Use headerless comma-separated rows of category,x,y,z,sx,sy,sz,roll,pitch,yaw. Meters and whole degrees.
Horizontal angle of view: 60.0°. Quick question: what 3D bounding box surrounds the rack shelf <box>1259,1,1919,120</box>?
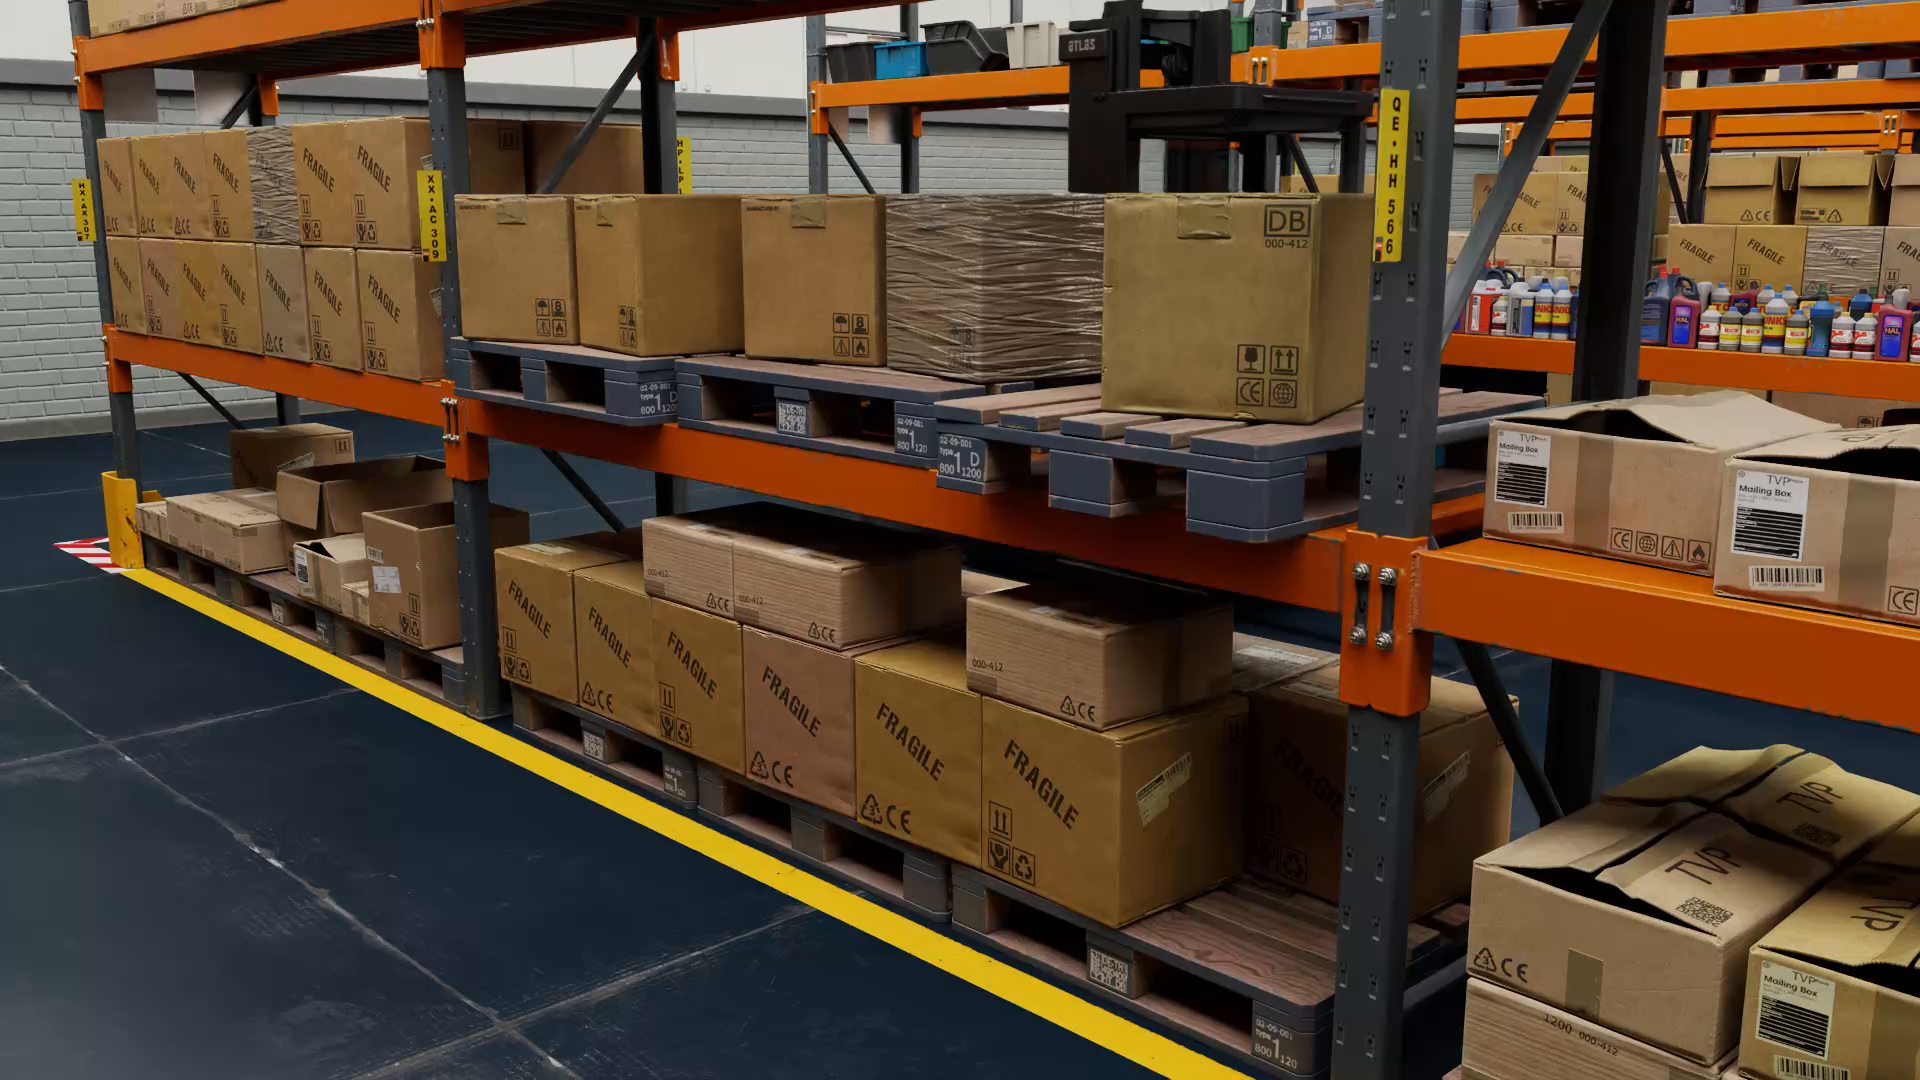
rack shelf,3.427,-2.351,8.238,1.077,0.370,4.000,-11,16,-43

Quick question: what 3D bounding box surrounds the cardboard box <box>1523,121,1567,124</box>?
cardboard box,6.648,-4.771,18.573,0.500,0.250,0.500,-10,15,-41

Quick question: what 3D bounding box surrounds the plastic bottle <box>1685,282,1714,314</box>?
plastic bottle,3.785,-1.192,8.571,0.152,0.276,0.135,-11,16,-43

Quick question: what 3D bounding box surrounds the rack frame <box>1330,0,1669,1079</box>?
rack frame,1.223,-0.252,3.703,1.000,3.000,0.127,-11,16,-43

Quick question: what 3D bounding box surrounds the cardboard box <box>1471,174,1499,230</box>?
cardboard box,4.785,-2.909,14.376,0.500,0.500,0.500,11,16,43

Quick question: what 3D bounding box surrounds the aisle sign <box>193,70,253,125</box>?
aisle sign,-4.127,-2.746,9.364,0.394,0.787,0.004,-11,16,-43

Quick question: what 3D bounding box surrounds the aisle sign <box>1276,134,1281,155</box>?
aisle sign,3.033,-4.126,16.060,0.394,0.787,0.004,-11,16,-43

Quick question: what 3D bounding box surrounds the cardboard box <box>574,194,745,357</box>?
cardboard box,-0.853,-0.899,5.553,0.700,0.500,0.500,-8,14,-34

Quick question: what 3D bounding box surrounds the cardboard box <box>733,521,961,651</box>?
cardboard box,-0.344,0.129,5.098,0.500,0.250,0.500,-11,16,-44

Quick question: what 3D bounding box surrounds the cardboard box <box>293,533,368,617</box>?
cardboard box,-2.656,0.112,7.507,0.500,0.311,0.500,-11,16,-43

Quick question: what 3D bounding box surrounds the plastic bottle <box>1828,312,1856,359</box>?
plastic bottle,3.927,-0.912,7.396,0.097,0.201,0.097,0,12,0

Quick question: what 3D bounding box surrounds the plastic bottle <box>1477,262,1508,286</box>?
plastic bottle,2.941,-1.366,9.231,0.144,0.351,0.185,-11,16,-43

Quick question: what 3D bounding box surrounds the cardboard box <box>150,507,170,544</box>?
cardboard box,-4.088,-0.102,8.906,0.380,0.166,0.250,-11,16,-43

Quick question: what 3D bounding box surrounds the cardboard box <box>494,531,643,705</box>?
cardboard box,-1.381,0.277,6.237,0.500,0.500,0.500,11,16,43

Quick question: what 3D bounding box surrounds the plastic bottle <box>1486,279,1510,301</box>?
plastic bottle,2.839,-1.231,8.759,0.152,0.276,0.135,-11,16,-43

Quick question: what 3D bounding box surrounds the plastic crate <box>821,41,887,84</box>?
plastic crate,-0.652,-3.420,11.967,0.497,0.269,0.590,-11,16,-43

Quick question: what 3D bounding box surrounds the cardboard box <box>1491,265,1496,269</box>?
cardboard box,4.470,-2.242,13.983,0.380,0.149,0.250,-11,16,-42

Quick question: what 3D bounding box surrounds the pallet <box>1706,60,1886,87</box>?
pallet,6.297,-3.465,12.335,1.217,0.209,0.805,11,16,43

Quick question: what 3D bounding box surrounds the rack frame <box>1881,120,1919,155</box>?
rack frame,9.285,-2.893,16.518,1.000,3.000,0.127,-11,16,-43

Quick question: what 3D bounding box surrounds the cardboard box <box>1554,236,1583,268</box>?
cardboard box,5.133,-2.316,13.355,0.500,0.250,0.500,-11,16,-44

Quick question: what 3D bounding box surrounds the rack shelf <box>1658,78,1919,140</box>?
rack shelf,7.009,-3.041,11.588,1.077,0.370,4.000,-11,16,-43

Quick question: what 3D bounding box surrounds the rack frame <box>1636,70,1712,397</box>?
rack frame,5.628,-2.216,13.235,1.000,3.000,0.127,-11,16,-43

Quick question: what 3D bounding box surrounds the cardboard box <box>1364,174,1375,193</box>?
cardboard box,3.709,-2.984,14.738,0.500,0.500,0.500,11,16,44

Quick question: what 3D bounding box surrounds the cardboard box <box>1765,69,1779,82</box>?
cardboard box,8.432,-4.643,16.711,0.500,0.250,0.500,11,16,43

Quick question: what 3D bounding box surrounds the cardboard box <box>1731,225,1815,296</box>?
cardboard box,6.113,-2.090,12.374,0.500,0.500,0.500,-11,16,-42

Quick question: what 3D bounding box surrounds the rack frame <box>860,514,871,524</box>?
rack frame,-0.419,-0.651,10.283,0.500,1.125,0.032,-10,15,-41

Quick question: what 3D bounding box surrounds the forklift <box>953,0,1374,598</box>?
forklift,1.318,-1.155,8.256,1.130,2.935,3.031,-10,15,-41

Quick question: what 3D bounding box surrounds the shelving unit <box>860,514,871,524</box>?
shelving unit,-0.080,-0.574,9.912,0.538,1.125,1.048,-10,15,-41

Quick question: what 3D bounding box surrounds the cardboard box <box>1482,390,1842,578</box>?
cardboard box,1.443,-0.150,3.425,0.500,0.311,0.500,-10,15,-39

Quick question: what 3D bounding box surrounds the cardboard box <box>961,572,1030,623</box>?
cardboard box,0.043,0.425,5.519,0.500,0.500,0.500,11,16,43

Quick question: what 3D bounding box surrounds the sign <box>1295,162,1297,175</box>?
sign,3.268,-3.557,16.285,0.100,0.325,0.005,-11,16,-43

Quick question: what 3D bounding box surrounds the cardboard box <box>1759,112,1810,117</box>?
cardboard box,8.415,-4.397,16.757,0.500,0.250,0.500,-11,16,-43

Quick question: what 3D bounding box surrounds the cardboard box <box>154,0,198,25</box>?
cardboard box,-3.448,-2.558,7.831,0.500,0.250,0.500,-11,16,-43

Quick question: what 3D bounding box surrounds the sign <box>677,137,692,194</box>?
sign,-1.140,-1.481,6.798,0.100,0.325,0.005,-11,16,-43

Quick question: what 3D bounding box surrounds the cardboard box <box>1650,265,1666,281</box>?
cardboard box,5.664,-2.183,13.695,0.380,0.149,0.250,-11,16,-42

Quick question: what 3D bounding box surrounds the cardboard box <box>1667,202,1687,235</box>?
cardboard box,7.707,-3.346,17.732,0.500,0.500,0.500,11,16,44

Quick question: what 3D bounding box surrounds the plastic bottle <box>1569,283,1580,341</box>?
plastic bottle,3.131,-1.160,8.230,0.144,0.351,0.185,-11,16,-43

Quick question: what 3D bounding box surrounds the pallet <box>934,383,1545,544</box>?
pallet,0.704,-0.248,4.155,1.213,0.211,1.003,-11,16,-43

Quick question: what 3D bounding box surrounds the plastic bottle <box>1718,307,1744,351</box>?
plastic bottle,3.591,-0.983,7.740,0.097,0.201,0.097,0,12,0

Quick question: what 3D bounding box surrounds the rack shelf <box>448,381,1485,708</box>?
rack shelf,-0.158,-0.192,5.193,1.077,0.370,4.000,-11,16,-43

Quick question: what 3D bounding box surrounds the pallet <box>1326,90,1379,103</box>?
pallet,3.386,-4.119,15.256,1.003,0.211,1.213,-11,16,-43

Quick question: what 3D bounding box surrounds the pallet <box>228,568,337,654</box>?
pallet,-2.860,0.251,8.170,1.003,0.211,1.213,-11,16,-43

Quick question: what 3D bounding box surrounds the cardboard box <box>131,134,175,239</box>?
cardboard box,-3.819,-1.782,8.402,0.500,0.500,0.500,-11,16,-42

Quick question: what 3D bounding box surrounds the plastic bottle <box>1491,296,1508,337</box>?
plastic bottle,2.790,-1.152,8.562,0.097,0.201,0.097,0,12,0

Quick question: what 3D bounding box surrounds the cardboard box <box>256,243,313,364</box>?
cardboard box,-2.783,-1.072,7.434,0.500,0.500,0.500,-10,16,-41

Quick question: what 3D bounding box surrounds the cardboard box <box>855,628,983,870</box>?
cardboard box,0.050,0.577,4.782,0.500,0.500,0.500,11,16,43

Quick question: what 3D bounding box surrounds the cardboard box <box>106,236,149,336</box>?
cardboard box,-4.186,-1.368,8.868,0.500,0.500,0.500,-10,16,-41

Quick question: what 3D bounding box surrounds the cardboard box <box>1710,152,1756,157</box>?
cardboard box,8.061,-3.759,17.262,0.500,0.500,0.500,-10,16,-41

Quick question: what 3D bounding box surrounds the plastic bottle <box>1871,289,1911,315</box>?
plastic bottle,4.424,-1.057,7.917,0.152,0.276,0.135,-11,16,-43

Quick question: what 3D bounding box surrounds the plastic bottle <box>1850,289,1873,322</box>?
plastic bottle,4.319,-1.067,7.976,0.097,0.271,0.097,0,12,0

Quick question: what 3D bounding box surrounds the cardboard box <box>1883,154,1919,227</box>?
cardboard box,6.981,-2.474,11.753,0.797,0.503,0.637,-10,15,-41

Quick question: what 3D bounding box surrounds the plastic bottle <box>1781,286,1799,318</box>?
plastic bottle,4.112,-1.129,8.276,0.097,0.271,0.097,0,12,0

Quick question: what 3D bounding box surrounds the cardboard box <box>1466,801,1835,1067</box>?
cardboard box,1.372,0.731,3.312,0.500,0.311,0.500,-10,15,-41

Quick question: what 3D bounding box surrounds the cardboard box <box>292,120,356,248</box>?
cardboard box,-2.431,-1.487,6.970,0.500,0.500,0.500,-11,16,-44

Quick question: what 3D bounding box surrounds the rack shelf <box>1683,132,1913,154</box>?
rack shelf,11.414,-5.006,21.124,1.077,0.370,4.000,-11,16,-43

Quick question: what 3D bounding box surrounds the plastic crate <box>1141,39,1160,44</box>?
plastic crate,1.186,-3.002,10.028,0.416,0.233,0.300,-11,16,-43

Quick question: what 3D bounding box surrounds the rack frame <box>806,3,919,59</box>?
rack frame,-0.716,-5.048,12.113,1.000,3.000,0.127,-11,16,-43

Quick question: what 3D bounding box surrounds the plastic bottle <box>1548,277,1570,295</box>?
plastic bottle,3.245,-1.306,9.125,0.152,0.276,0.135,-11,16,-43

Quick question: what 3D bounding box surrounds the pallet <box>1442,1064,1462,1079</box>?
pallet,1.763,1.239,3.375,1.003,0.211,1.213,-11,16,-43
